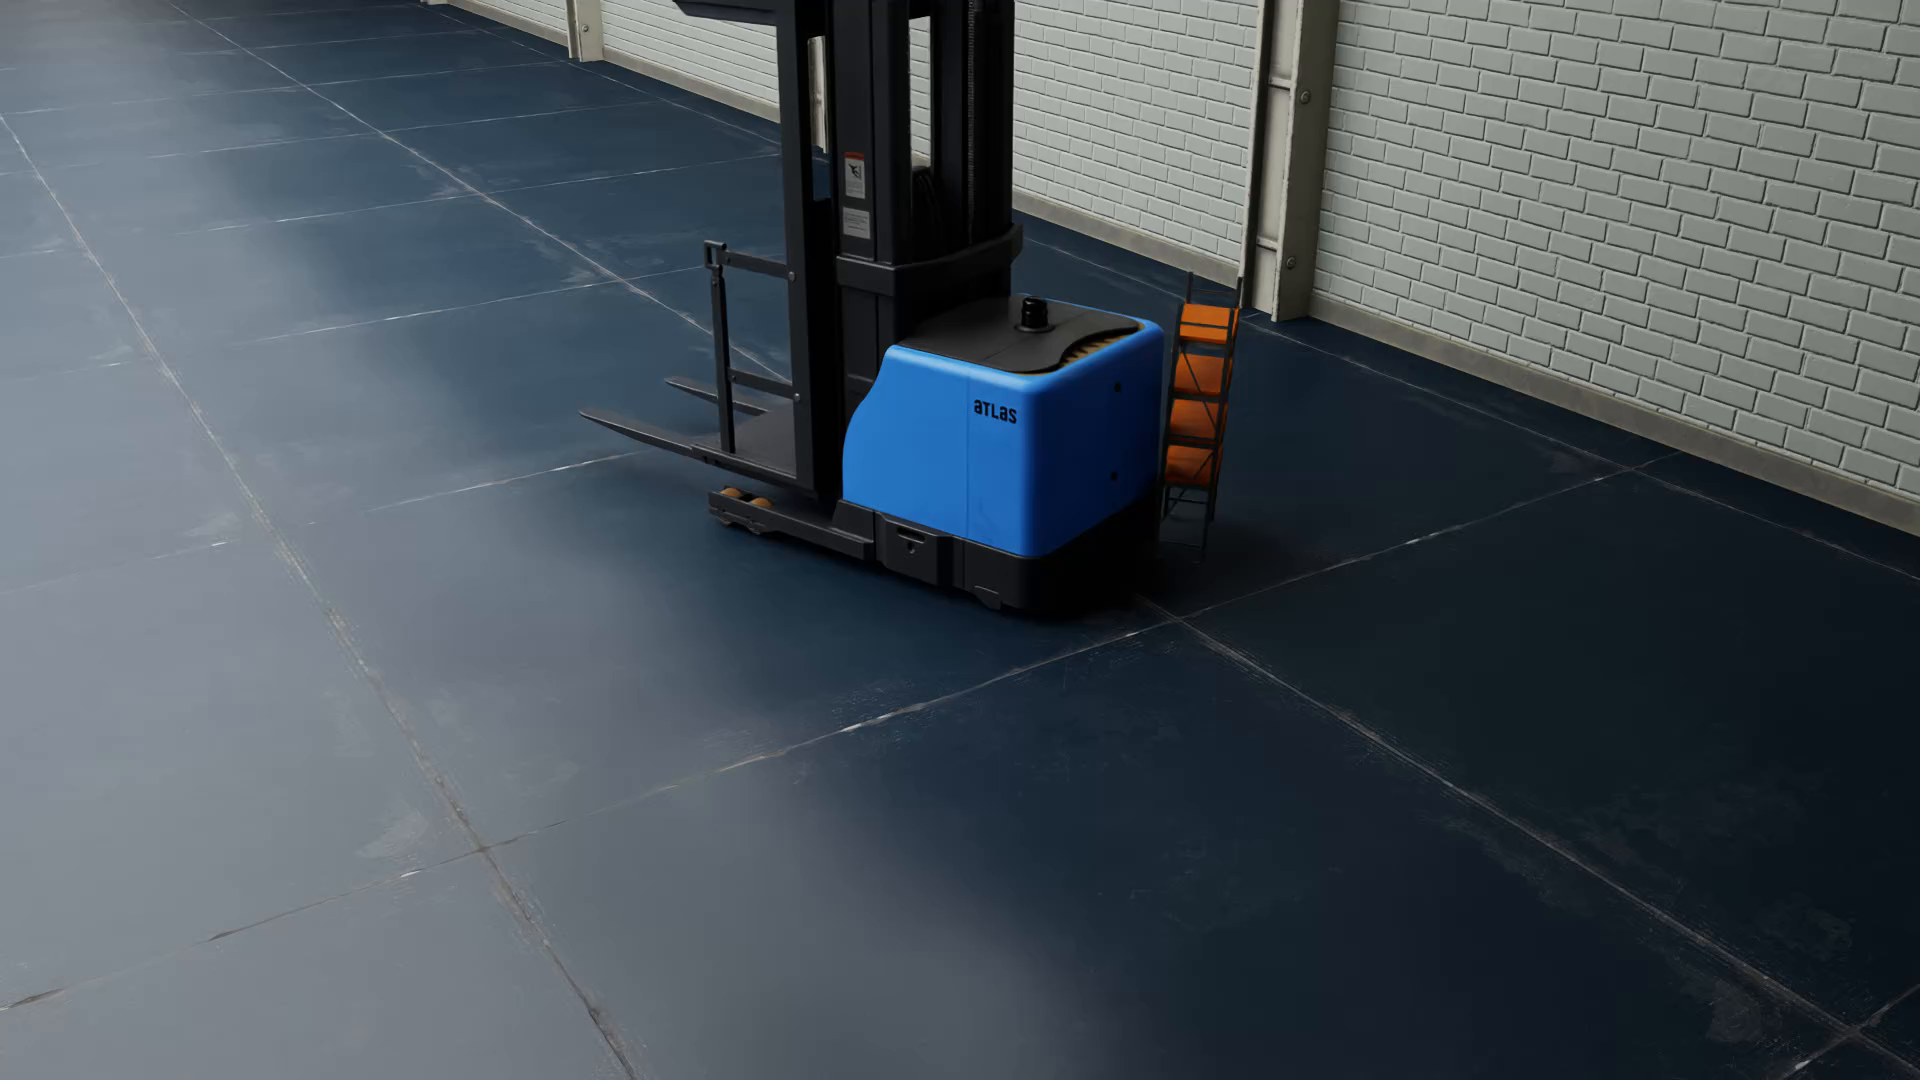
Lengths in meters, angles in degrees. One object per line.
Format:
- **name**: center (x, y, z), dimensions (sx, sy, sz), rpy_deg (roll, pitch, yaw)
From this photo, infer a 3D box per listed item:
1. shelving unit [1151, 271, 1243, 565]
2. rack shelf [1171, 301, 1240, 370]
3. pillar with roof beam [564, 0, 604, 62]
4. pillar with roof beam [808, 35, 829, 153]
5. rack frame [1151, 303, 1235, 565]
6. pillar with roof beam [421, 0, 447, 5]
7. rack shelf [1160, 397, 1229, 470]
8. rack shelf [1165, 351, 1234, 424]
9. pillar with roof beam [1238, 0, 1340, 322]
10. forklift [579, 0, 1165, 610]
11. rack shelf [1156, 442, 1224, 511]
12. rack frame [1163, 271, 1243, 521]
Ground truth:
- **shelving unit**: center (1.066, -0.547, 7.489), dimensions (0.258, 1.200, 0.503), rpy_deg (8, 26, 10)
- **rack shelf**: center (1.083, -0.900, 7.318), dimensions (0.258, 0.148, 0.480), rpy_deg (8, 26, 10)
- **pillar with roof beam**: center (-8.095, -8.870, 15.998), dimensions (9.100, 9.000, 0.400), rpy_deg (-16, 29, -30)
- **pillar with roof beam**: center (-4.820, -6.724, 11.452), dimensions (9.100, 9.000, 0.400), rpy_deg (-16, 29, -30)
- **rack frame**: center (1.013, -0.445, 7.274), dimensions (0.240, 1.200, 0.015), rpy_deg (8, 26, 10)
- **pillar with roof beam**: center (-11.371, -11.016, 20.544), dimensions (9.100, 9.000, 0.400), rpy_deg (-16, 29, -30)
- **rack shelf**: center (1.063, -0.486, 7.518), dimensions (0.258, 0.148, 0.480), rpy_deg (8, 26, 10)
- **rack shelf**: center (1.072, -0.687, 7.421), dimensions (0.258, 0.148, 0.480), rpy_deg (8, 26, 10)
- **pillar with roof beam**: center (-1.545, -4.578, 6.906), dimensions (9.100, 9.000, 0.400), rpy_deg (-16, 29, -30)
- **forklift**: center (-0.575, -1.515, 7.527), dimensions (3.031, 2.935, 1.130), rpy_deg (18, 31, 33)
- **rack shelf**: center (1.054, -0.308, 7.605), dimensions (0.258, 0.148, 0.480), rpy_deg (8, 26, 10)
- **rack frame**: center (1.118, -0.649, 7.705), dimensions (0.240, 1.200, 0.015), rpy_deg (8, 26, 10)
